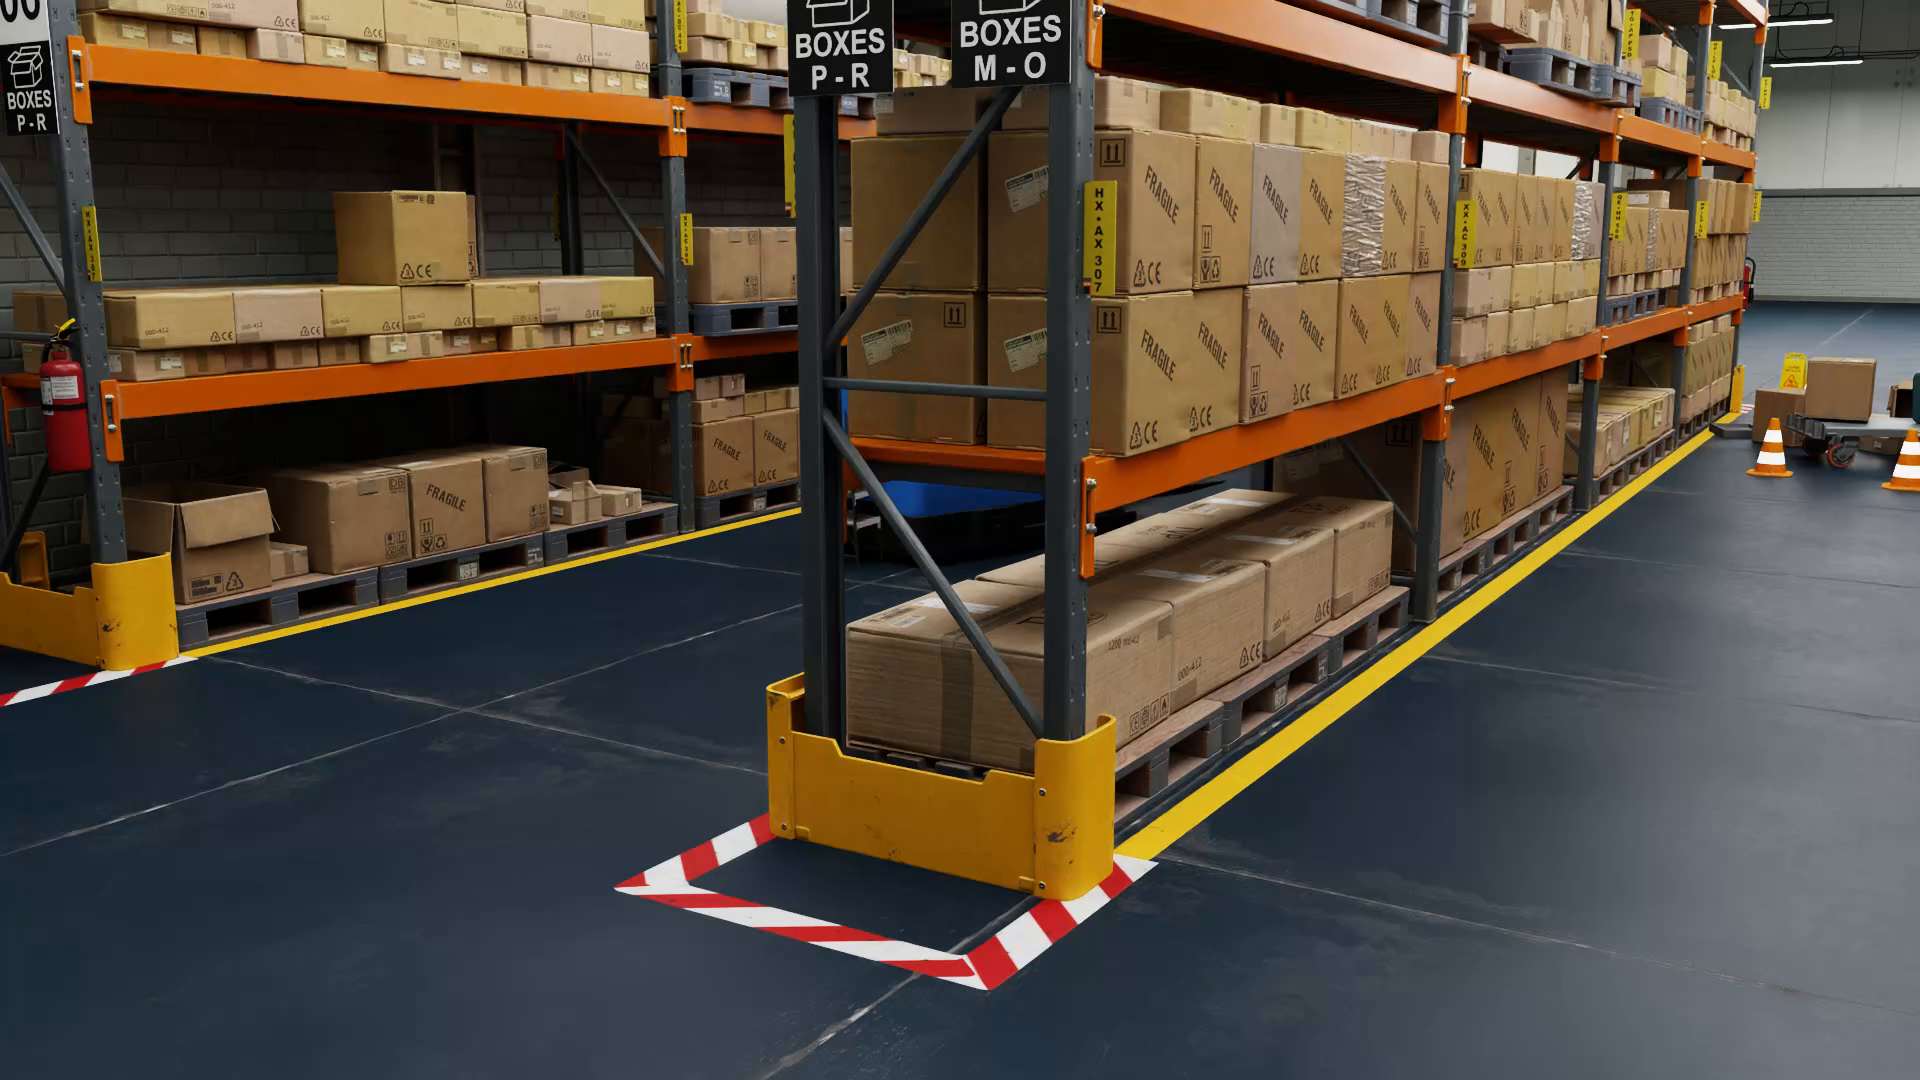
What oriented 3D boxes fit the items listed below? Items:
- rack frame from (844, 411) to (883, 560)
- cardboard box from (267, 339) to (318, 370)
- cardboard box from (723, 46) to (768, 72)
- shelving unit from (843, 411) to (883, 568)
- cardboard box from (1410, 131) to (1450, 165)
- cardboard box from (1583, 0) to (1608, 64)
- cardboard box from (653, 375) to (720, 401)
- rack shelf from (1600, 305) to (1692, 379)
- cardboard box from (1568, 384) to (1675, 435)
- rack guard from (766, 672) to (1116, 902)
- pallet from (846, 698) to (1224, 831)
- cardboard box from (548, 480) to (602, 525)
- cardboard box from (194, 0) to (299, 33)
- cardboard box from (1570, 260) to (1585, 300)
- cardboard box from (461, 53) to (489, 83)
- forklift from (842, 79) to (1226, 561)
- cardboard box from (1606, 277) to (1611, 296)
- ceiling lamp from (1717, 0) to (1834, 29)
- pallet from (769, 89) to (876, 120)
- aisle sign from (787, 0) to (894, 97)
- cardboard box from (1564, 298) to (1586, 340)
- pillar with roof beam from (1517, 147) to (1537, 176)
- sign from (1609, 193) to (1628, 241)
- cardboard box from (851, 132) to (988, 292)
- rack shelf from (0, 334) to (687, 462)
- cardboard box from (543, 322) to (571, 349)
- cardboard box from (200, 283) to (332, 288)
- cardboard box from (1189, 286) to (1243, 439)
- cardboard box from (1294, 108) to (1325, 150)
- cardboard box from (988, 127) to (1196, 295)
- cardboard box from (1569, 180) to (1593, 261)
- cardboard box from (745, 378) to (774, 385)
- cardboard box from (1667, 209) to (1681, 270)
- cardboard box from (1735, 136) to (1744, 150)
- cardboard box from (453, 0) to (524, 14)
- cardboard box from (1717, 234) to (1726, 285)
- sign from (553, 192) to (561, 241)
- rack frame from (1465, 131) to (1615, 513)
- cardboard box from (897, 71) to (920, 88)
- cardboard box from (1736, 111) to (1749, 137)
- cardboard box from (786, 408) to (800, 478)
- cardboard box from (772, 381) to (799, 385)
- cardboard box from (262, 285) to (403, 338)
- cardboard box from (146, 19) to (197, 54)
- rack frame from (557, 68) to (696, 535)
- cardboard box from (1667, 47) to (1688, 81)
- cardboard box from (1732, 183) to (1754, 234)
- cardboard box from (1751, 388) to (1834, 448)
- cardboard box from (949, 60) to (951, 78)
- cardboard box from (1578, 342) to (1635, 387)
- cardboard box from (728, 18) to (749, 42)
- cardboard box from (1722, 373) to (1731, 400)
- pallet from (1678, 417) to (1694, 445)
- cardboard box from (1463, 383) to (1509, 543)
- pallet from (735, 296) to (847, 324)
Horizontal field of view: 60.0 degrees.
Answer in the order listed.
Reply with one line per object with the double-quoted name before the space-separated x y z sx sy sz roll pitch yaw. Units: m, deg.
"rack frame" -0.585 -0.330 10.095 0.240 0.900 0.006 9 19 41
"cardboard box" -3.523 -0.962 8.537 0.380 0.149 0.250 7 13 32
"cardboard box" -1.527 -3.268 11.291 0.380 0.149 0.250 7 12 31
"shelving unit" -0.652 -0.307 10.022 0.258 0.900 0.210 9 19 41
"cardboard box" 2.122 -1.873 7.969 0.380 0.149 0.250 6 12 30
"cardboard box" 3.735 -3.277 10.659 0.700 0.500 0.500 6 12 28
"cardboard box" -1.872 -1.045 11.382 0.380 0.149 0.250 6 12 30
"rack shelf" 5.125 -1.682 13.658 1.077 0.370 4.000 6 12 31
"cardboard box" 5.893 -1.182 15.033 0.950 0.372 0.625 7 12 31
"rack guard" -0.079 0.769 5.401 1.175 0.500 0.348 6 12 31
"pallet" 0.282 0.774 6.159 1.003 0.211 1.213 6 12 31
"cardboard box" -2.458 -0.257 10.376 0.396 0.266 0.258 7 13 33
"cardboard box" -3.601 -2.609 8.102 0.500 0.250 0.500 7 13 32
"cardboard box" 3.789 -1.712 10.910 0.500 0.250 0.500 6 12 29
"cardboard box" -2.866 -2.635 9.322 0.380 0.149 0.250 7 12 31
"forklift" 0.545 -1.515 10.995 3.031 2.935 1.130 -9 14 -39
"cardboard box" 4.590 -1.879 12.294 0.380 0.149 0.250 6 12 27
"ceiling lamp" 15.763 -11.472 31.827 2.000 3.185 0.800 6 12 31
"pallet" -1.300 -3.207 12.207 1.213 0.211 1.003 6 12 31
"aisle sign" -0.369 -1.759 5.049 0.394 0.787 0.004 6 12 31
"cardboard box" 3.794 -1.461 10.931 0.500 0.250 0.500 7 12 32
"pillar with roof beam" 15.889 -8.798 33.409 9.100 9.000 0.548 6 12 31
"sign" 4.563 -2.238 11.525 0.100 0.325 0.005 6 12 31
"cardboard box" -0.020 -1.102 5.616 0.500 0.500 0.500 7 13 33
"rack shelf" -3.272 -0.898 9.467 1.077 0.370 4.000 6 12 31
"cardboard box" -2.574 -1.243 10.040 0.380 0.149 0.250 7 13 32
"cardboard box" -3.769 -1.265 9.075 0.500 0.250 0.500 7 13 32
"cardboard box" 0.667 -0.643 5.878 0.500 0.500 0.500 6 12 30
"cardboard box" 1.195 -1.592 6.468 0.380 0.149 0.250 6 12 29
"cardboard box" 0.426 -1.052 5.348 0.500 0.500 0.500 6 12 29
"cardboard box" 3.783 -2.074 10.807 0.500 0.500 0.500 7 12 32
"cardboard box" -1.654 -1.156 12.778 0.380 0.149 0.250 7 12 31
"cardboard box" 5.863 -2.579 14.274 0.500 0.500 0.500 6 12 31
"cardboard box" 8.026 -4.167 17.505 0.380 0.149 0.250 7 13 32
"cardboard box" -2.817 -3.097 9.346 0.500 0.250 0.500 7 12 32
"cardboard box" 7.388 -2.829 16.746 0.500 0.500 0.500 7 12 31
"sign" -2.710 -2.187 11.255 0.100 0.325 0.005 6 12 31
"rack frame" 4.087 -1.721 11.912 1.000 3.000 0.127 6 12 31
"cardboard box" -0.537 -3.592 13.075 0.380 0.149 0.250 6 12 31
"cardboard box" 7.931 -4.342 17.360 0.500 0.250 0.500 6 12 30
"cardboard box" -1.260 -0.761 12.433 0.500 0.500 0.500 6 12 29
"cardboard box" -1.196 -1.105 12.507 0.380 0.149 0.250 7 13 33
"cardboard box" -3.323 -1.214 8.802 0.500 0.250 0.500 6 12 30
"cardboard box" -3.833 -2.359 7.851 0.380 0.149 0.250 7 12 32
"rack frame" -2.234 -1.566 11.081 1.000 3.000 0.127 6 12 31
"cardboard box" 5.971 -4.100 14.373 0.500 0.250 0.500 7 13 32
"cardboard box" 7.716 -3.396 17.061 0.700 0.500 0.500 6 12 30
"cardboard box" 7.883 -1.161 15.707 0.500 0.500 0.500 -4 11 -18
"cardboard box" -0.083 -3.855 13.675 0.380 0.149 0.250 7 13 33
"cardboard box" 6.241 -1.693 16.051 0.500 0.500 0.500 6 12 30
"cardboard box" -1.627 -3.372 11.040 0.380 0.149 0.250 7 12 32
"cardboard box" 8.038 -1.678 18.010 0.500 0.250 0.500 6 12 30
"pallet" 6.482 -1.089 16.111 1.003 0.211 1.213 6 12 31
"cardboard box" 2.726 -0.502 10.033 0.875 0.875 0.875 7 13 32
"pallet" -1.163 -1.794 12.823 1.003 0.211 1.213 6 12 31
